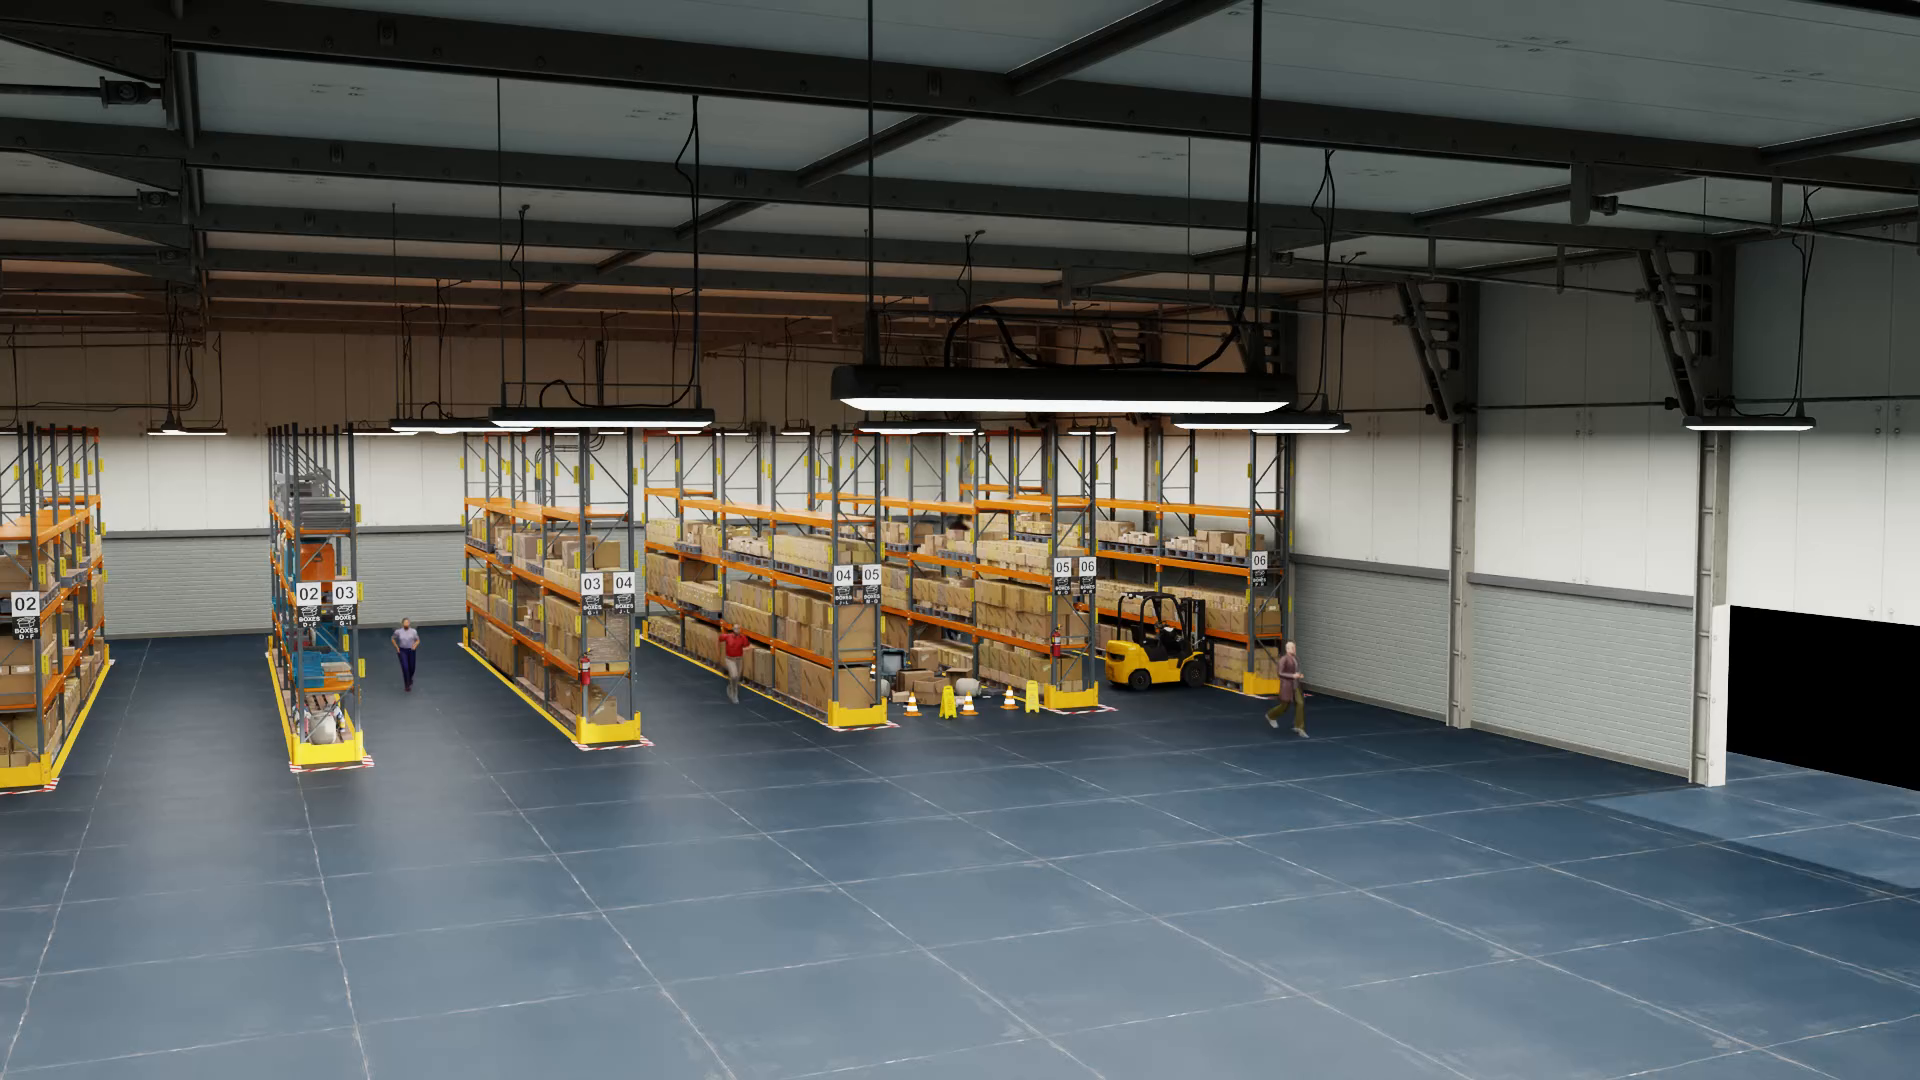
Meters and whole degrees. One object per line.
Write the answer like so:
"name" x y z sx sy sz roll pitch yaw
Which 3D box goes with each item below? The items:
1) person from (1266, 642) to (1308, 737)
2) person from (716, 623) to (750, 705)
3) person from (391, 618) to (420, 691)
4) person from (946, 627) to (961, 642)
"person" 6.337 2.887 32.206 0.742 1.833 1.009 -3 5 -44
"person" -4.903 2.678 36.038 0.686 1.777 0.874 -2 4 -27
"person" -12.651 2.595 37.977 0.613 1.640 0.726 -2 4 -29
"person" -0.208 2.164 45.758 0.543 1.559 0.544 -2 4 -31
